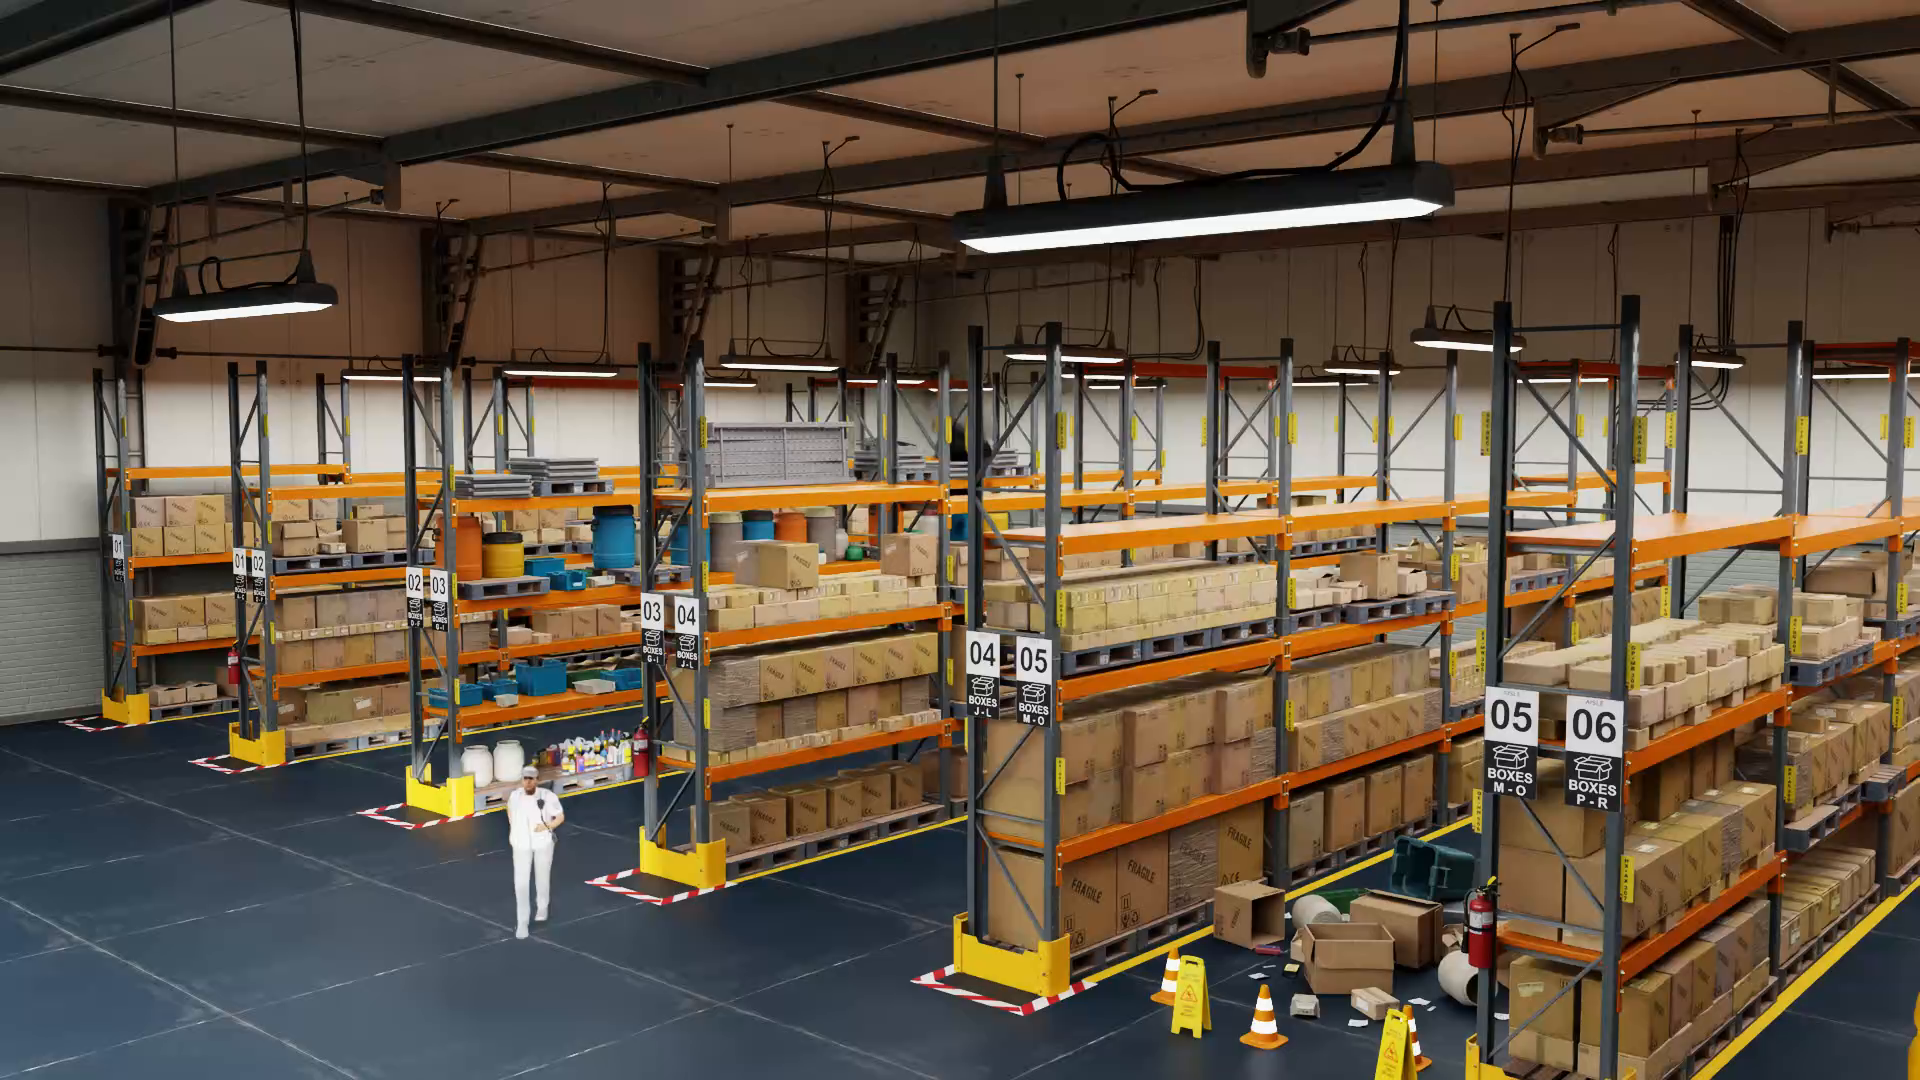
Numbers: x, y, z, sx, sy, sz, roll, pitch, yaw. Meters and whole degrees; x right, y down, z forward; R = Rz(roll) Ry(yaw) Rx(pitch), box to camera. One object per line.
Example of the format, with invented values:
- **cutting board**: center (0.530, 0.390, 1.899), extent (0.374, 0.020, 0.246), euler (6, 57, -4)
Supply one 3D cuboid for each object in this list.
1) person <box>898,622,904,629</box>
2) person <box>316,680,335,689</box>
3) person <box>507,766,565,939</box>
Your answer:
- **person**: center (-1.272, 1.688, 32.555), extent (0.547, 1.584, 0.759), euler (3, 5, 36)
- **person**: center (-10.530, 2.260, 27.611), extent (0.636, 1.740, 0.601), euler (4, 6, 41)
- **person**: center (-4.281, 3.114, 16.781), extent (0.590, 1.728, 0.744), euler (-1, 4, -8)
